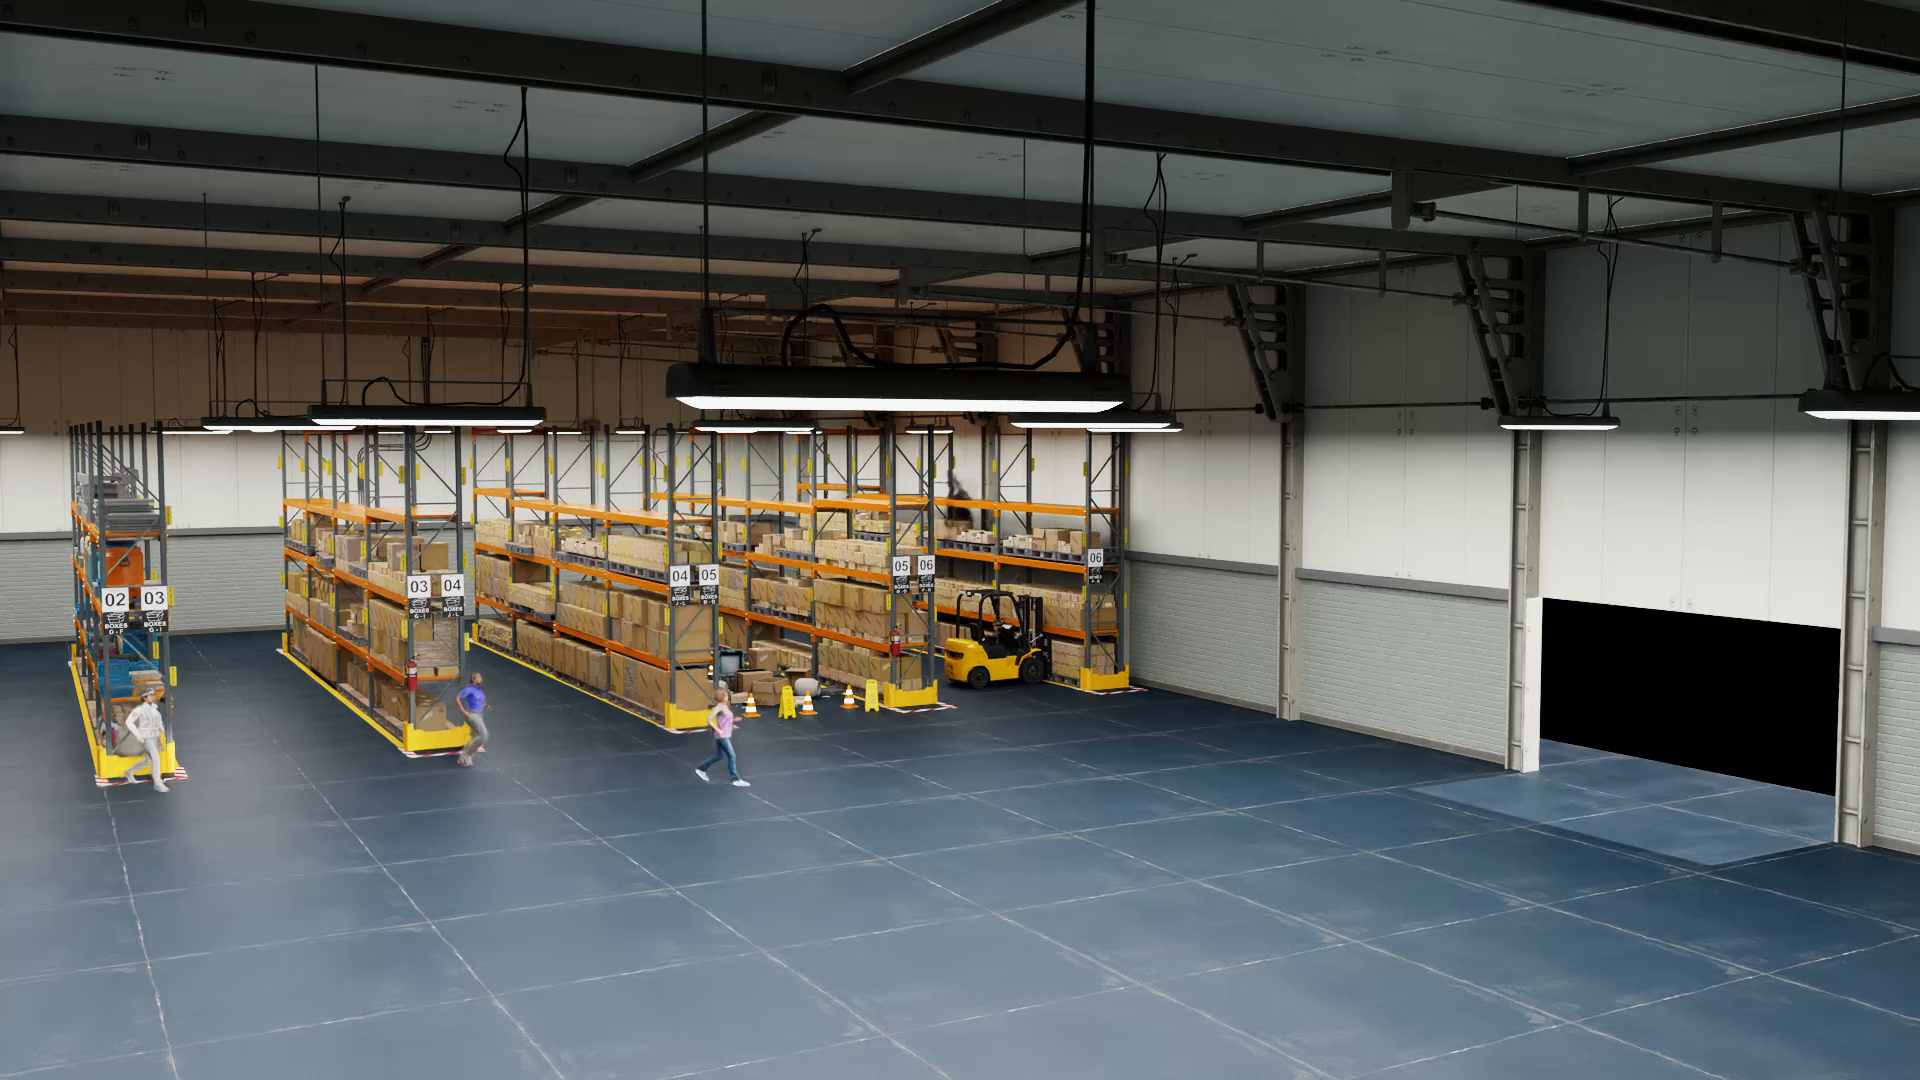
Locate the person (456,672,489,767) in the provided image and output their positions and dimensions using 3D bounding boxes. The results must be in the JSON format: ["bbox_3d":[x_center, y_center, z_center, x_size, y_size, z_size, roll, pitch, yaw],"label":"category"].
[{"bbox_3d":[-8.458,3.118,29.039,0.564,1.602,0.584,0,4,5],"label":"person"}]

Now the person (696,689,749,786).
[{"bbox_3d":[-3.891,3.225,27.154,0.893,1.585,0.537,0,4,-1],"label":"person"}]

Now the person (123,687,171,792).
[{"bbox_3d":[-13.201,3.228,26.977,0.841,1.702,0.640,0,4,8],"label":"person"}]
